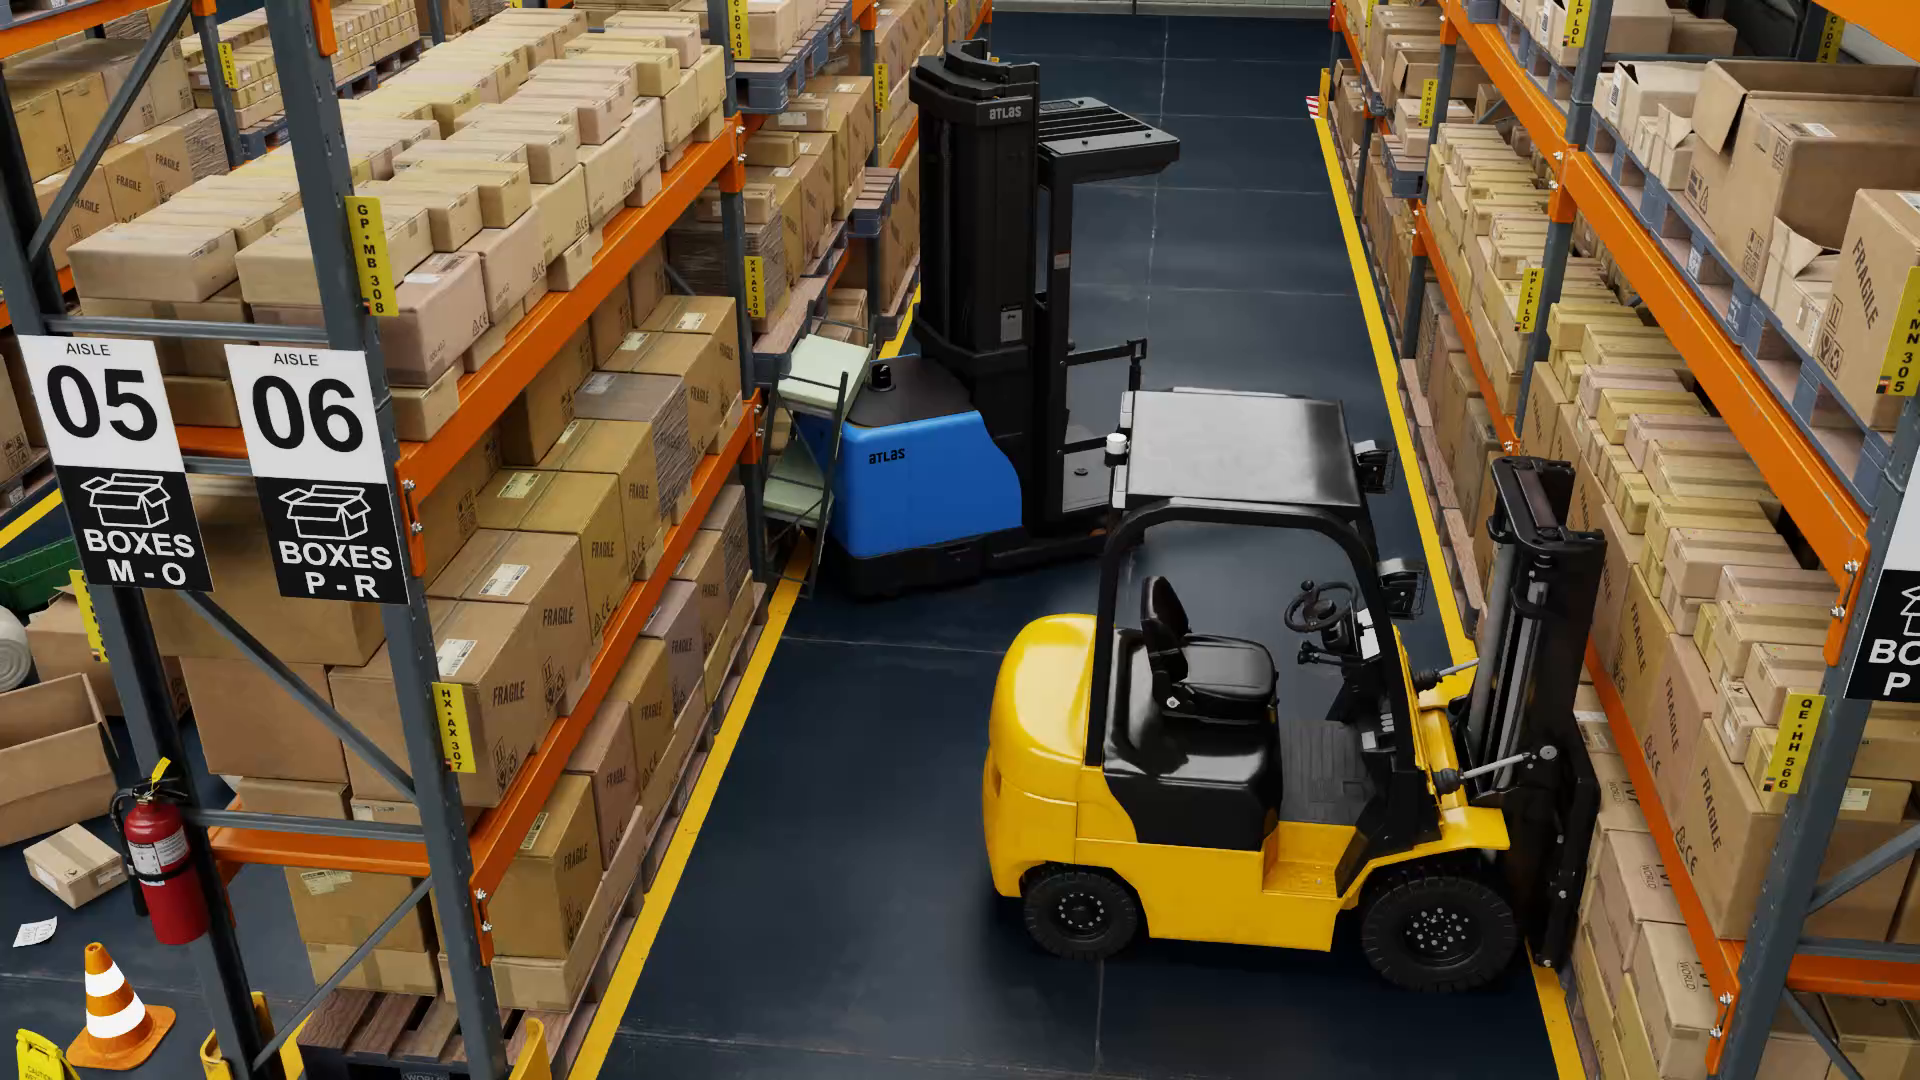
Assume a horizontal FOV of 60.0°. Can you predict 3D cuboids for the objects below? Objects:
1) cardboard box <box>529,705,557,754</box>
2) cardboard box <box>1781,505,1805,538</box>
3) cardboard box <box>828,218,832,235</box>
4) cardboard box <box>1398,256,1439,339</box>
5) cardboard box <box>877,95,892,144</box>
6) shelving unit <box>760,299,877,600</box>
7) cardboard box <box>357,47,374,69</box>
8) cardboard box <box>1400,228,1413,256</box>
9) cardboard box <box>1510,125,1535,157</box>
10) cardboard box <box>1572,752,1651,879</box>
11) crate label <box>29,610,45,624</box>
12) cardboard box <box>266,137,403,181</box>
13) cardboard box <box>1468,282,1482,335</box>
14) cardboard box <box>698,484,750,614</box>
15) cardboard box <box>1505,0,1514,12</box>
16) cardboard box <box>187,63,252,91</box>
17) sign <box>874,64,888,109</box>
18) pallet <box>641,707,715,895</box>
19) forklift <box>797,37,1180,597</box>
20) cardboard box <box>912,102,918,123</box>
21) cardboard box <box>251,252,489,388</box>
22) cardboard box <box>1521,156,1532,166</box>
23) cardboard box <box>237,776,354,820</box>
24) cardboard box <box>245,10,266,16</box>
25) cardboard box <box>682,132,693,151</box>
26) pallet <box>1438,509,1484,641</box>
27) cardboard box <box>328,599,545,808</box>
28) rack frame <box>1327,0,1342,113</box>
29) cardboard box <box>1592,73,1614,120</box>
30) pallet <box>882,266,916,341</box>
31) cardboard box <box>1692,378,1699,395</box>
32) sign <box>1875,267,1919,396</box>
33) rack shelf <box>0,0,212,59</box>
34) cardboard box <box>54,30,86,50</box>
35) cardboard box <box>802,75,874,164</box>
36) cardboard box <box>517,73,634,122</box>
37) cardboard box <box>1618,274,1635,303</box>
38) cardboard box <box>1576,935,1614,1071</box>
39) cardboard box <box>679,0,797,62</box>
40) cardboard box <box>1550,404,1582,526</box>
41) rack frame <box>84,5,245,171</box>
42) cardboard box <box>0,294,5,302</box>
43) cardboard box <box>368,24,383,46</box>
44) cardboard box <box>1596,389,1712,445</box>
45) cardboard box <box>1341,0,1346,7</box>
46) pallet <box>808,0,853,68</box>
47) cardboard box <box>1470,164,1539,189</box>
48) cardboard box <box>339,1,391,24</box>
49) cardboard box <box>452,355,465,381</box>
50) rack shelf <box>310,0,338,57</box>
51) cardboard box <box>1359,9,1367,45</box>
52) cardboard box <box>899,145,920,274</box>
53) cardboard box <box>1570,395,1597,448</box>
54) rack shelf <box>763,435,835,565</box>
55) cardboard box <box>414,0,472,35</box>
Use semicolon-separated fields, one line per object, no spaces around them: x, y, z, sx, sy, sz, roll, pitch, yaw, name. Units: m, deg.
-1.717;0.650;6.145;0.380;0.149;0.250;2;28;5;cardboard box
3.304;-0.119;6.204;0.380;0.149;0.250;3;29;6;cardboard box
-1.031;-2.011;10.642;0.380;0.149;0.250;2;28;5;cardboard box
3.652;-1.848;12.710;0.500;0.500;0.500;4;29;8;cardboard box
-0.806;-3.217;12.689;0.500;0.250;0.500;3;28;6;cardboard box
-0.855;-0.509;9.520;0.431;1.500;0.755;14;33;2;shelving unit
-5.524;-4.348;14.981;0.380;0.149;0.250;2;28;4;cardboard box
3.625;-2.299;12.864;0.380;0.149;0.250;2;28;4;cardboard box
3.974;-2.716;11.340;0.380;0.149;0.250;4;29;8;cardboard box
2.689;1.086;6.474;0.500;0.250;0.500;4;29;7;cardboard box
-5.020;0.473;9.229;0.298;0.136;0.250;-17;33;-29;crate label
-2.143;-1.282;5.728;0.380;0.149;0.250;3;28;6;cardboard box
3.273;-1.324;9.703;0.500;0.250;0.500;4;29;7;cardboard box
-1.410;0.034;8.690;0.500;0.500;0.500;3;28;5;cardboard box
3.251;-3.006;9.221;0.380;0.149;0.250;3;28;6;cardboard box
-5.789;-3.623;13.007;0.380;0.149;0.250;3;28;6;cardboard box
-0.574;-3.286;12.050;0.100;0.325;0.005;3;28;6;sign
-1.798;1.166;7.863;1.003;0.211;1.213;3;28;6;pallet
0.573;-1.408;9.773;3.031;2.935;1.130;-12;30;-20;forklift
-0.631;-3.710;14.132;0.500;0.250;0.500;3;28;6;cardboard box
-1.768;-0.679;5.030;0.500;0.250;0.500;3;28;5;cardboard box
4.034;-2.478;11.318;0.500;0.250;0.500;4;29;7;cardboard box
-2.260;0.849;5.775;0.380;0.149;0.250;4;29;8;cardboard box
-6.179;-4.649;14.911;0.380;0.149;0.250;3;28;6;cardboard box
-1.458;-1.886;7.689;0.380;0.149;0.250;4;29;7;cardboard box
3.375;0.210;9.638;1.003;0.211;1.213;3;28;6;pallet
-1.760;0.546;5.656;0.500;0.500;0.500;3;28;5;cardboard box
4.794;-6.317;18.814;1.000;3.000;0.127;3;28;6;rack frame
2.967;-1.914;7.194;0.380;0.149;0.250;4;29;7;cardboard box
-0.942;-1.977;13.698;1.003;0.211;1.213;3;28;6;pallet
3.543;-0.712;7.620;0.380;0.149;0.250;3;28;5;cardboard box
2.296;-0.500;4.002;0.100;0.325;0.005;3;28;6;sign
-6.284;-3.141;10.513;1.077;0.370;4.000;3;28;6;rack shelf
-10.188;-5.276;18.679;0.875;0.875;0.875;3;28;6;cardboard box
-0.893;-2.968;11.735;0.500;0.500;0.500;3;28;5;cardboard box
-1.518;-1.740;6.579;0.380;0.149;0.250;4;29;7;cardboard box
3.664;-1.275;8.664;0.380;0.149;0.250;2;28;5;cardboard box
2.648;1.767;6.265;0.500;0.250;0.500;3;28;6;cardboard box
-1.134;-2.647;8.553;0.500;0.250;0.500;3;28;5;cardboard box
2.962;-0.273;7.489;0.500;0.500;0.500;4;29;7;cardboard box
-6.038;-3.078;12.802;1.000;3.000;0.127;3;28;6;rack frame
-6.136;-1.709;10.155;0.500;0.500;0.500;4;29;7;cardboard box
-5.495;-4.598;15.131;0.380;0.149;0.250;2;28;5;cardboard box
2.887;-0.509;6.929;0.380;0.149;0.250;3;28;5;cardboard box
4.481;-6.068;18.616;0.380;0.149;0.250;3;28;6;cardboard box
-1.298;-2.966;9.628;1.213;0.211;1.003;3;28;6;pallet
3.424;-2.256;10.486;0.380;0.149;0.250;4;29;7;cardboard box
-5.470;-4.849;15.283;0.380;0.149;0.250;2;28;5;cardboard box
-1.787;-0.549;5.208;0.380;0.149;0.250;2;28;5;cardboard box
-1.849;-2.337;5.862;1.077;0.370;4.000;3;28;6;rack shelf
4.170;-4.990;16.194;0.500;0.250;0.500;3;29;6;cardboard box
-0.833;-2.828;14.134;0.875;0.875;0.875;4;29;7;cardboard box
2.885;-0.506;7.236;0.380;0.149;0.250;4;29;7;cardboard box
-0.912;-0.243;9.699;0.431;0.370;0.720;14;33;2;rack shelf
-5.238;-5.355;16.608;0.500;0.500;0.500;3;28;5;cardboard box
